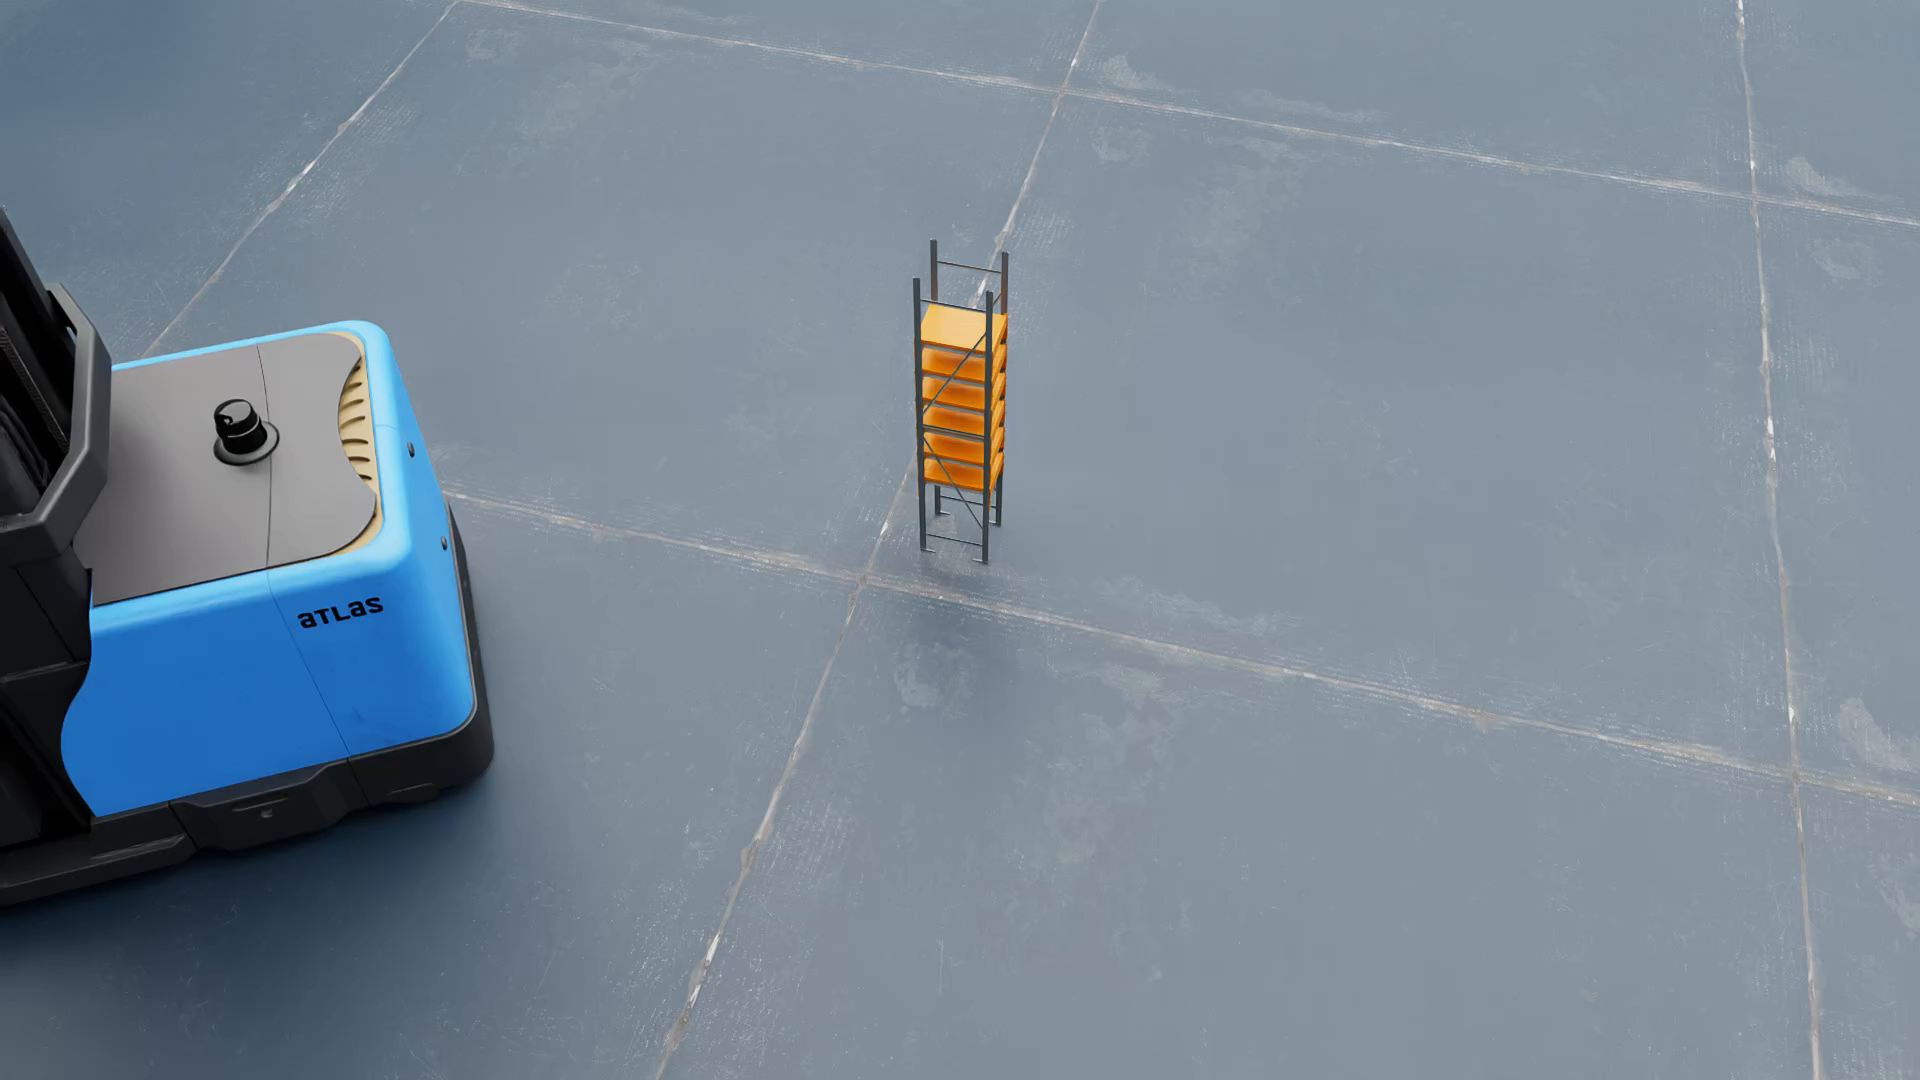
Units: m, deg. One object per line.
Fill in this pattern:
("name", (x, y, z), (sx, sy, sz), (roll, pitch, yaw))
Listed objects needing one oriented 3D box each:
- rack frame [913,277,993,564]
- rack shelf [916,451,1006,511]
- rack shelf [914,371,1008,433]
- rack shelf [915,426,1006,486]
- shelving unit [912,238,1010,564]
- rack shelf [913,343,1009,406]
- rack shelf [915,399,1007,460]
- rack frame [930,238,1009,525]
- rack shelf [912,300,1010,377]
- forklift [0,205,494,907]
("rack frame", (-0.020, -0.341, 5.251), (0.240, 1.200, 0.006), (12, 50, 10))
("rack shelf", (0.004, -0.219, 5.523), (0.258, 0.103, 0.180), (12, 50, 10))
("rack shelf", (0.004, -0.458, 5.253), (0.258, 0.103, 0.180), (12, 50, 10))
("rack shelf", (0.004, -0.299, 5.433), (0.258, 0.103, 0.180), (12, 50, 10))
("shelving unit", (0.004, -0.407, 5.309), (0.258, 1.200, 0.189), (12, 50, 10))
("rack shelf", (0.004, -0.537, 5.163), (0.258, 0.103, 0.180), (12, 50, 10))
("rack shelf", (0.004, -0.378, 5.343), (0.258, 0.103, 0.180), (12, 50, 10))
("rack frame", (0.028, -0.474, 5.368), (0.240, 1.200, 0.006), (12, 50, 10))
("rack shelf", (0.004, -0.616, 5.073), (0.258, 0.103, 0.180), (12, 50, 10))
("forklift", (-2.998, -0.253, 4.018), (3.031, 2.935, 1.130), (-13, 50, -11))
